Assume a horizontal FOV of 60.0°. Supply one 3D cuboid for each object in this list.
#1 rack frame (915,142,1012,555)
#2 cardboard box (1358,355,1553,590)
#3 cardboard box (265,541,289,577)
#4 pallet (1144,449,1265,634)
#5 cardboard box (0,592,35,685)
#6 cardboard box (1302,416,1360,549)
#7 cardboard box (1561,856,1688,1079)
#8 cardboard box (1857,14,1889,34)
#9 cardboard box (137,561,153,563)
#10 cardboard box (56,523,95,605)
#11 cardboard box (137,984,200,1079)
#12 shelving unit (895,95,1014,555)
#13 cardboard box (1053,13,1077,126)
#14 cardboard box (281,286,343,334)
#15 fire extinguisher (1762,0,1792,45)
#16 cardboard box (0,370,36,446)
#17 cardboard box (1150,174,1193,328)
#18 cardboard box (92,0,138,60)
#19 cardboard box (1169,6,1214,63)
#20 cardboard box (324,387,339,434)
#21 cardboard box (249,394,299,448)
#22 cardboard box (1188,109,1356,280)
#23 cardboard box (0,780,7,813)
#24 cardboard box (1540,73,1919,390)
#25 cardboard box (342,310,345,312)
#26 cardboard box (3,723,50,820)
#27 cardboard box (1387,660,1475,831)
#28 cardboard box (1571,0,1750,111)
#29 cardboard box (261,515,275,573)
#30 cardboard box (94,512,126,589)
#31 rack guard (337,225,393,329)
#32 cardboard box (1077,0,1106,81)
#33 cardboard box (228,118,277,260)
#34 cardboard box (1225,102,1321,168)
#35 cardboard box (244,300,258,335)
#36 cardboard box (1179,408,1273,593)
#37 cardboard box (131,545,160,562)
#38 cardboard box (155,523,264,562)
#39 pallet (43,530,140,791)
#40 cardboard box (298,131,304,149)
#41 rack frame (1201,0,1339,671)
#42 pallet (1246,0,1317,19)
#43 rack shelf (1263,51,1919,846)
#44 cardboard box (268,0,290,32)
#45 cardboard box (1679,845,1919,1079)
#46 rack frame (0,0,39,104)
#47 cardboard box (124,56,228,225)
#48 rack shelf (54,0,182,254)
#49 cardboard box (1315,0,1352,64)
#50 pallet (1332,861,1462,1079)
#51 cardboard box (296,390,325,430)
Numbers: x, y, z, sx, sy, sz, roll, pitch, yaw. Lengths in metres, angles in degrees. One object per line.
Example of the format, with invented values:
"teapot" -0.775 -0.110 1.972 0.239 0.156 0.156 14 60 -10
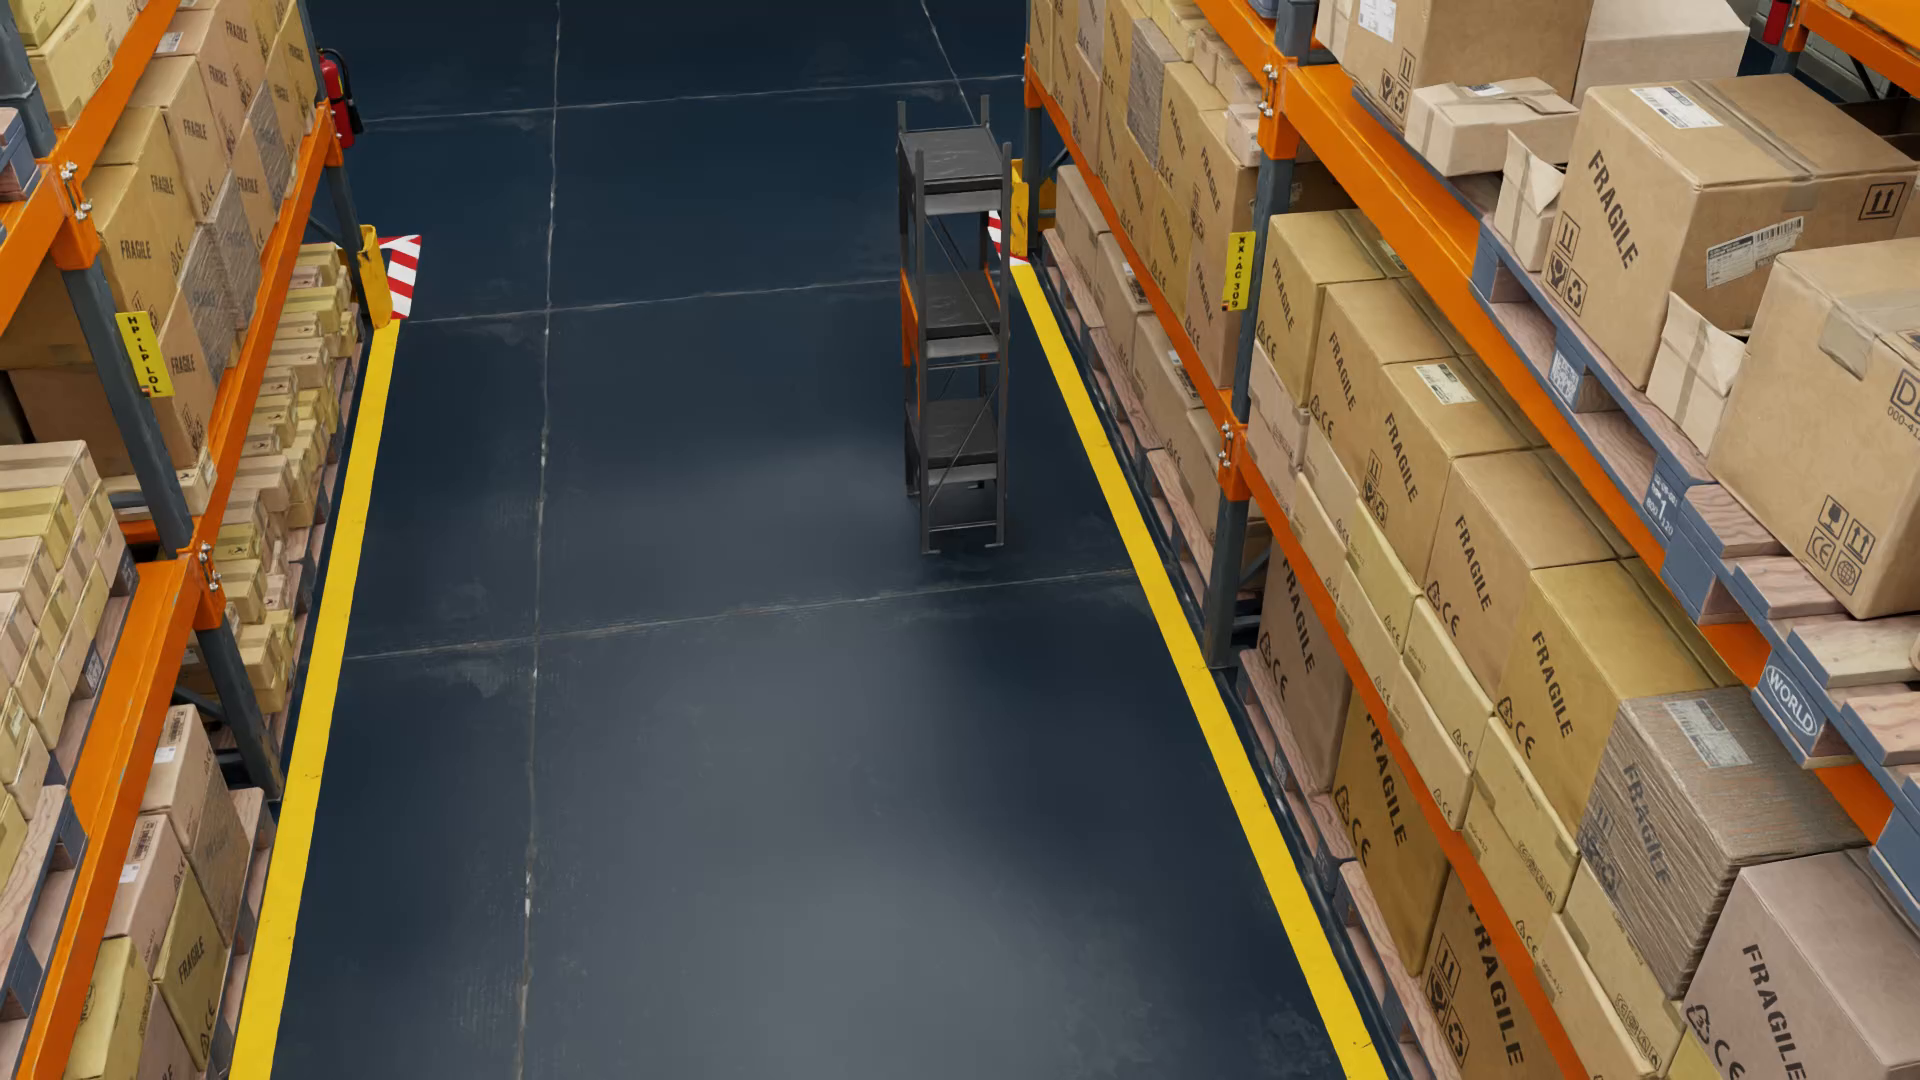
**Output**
"rack frame" 0.014 -0.782 7.445 0.400 2.100 0.015 -6 38 -8
"cardboard box" 1.585 -0.222 5.094 0.500 0.500 0.500 -7 38 -9
"cardboard box" -3.250 0.154 7.488 0.380 0.149 0.250 -7 38 -9
"pallet" 1.532 -0.058 8.053 1.003 0.211 1.213 -6 38 -8
"cardboard box" -2.867 0.298 4.698 0.380 0.149 0.250 -6 38 -8
"cardboard box" 1.507 -0.222 5.706 0.500 0.250 0.500 -6 38 -7
"cardboard box" 1.861 1.011 4.118 0.500 0.250 0.500 -7 38 -9
"cardboard box" 5.651 -3.168 9.988 0.380 0.149 0.250 -5 38 -7
"cardboard box" -3.707 0.104 7.310 0.380 0.149 0.250 -6 38 -8
"cardboard box" -2.956 0.096 5.202 0.380 0.149 0.250 -6 38 -8
"cardboard box" -2.714 1.763 5.131 0.500 0.500 0.500 -7 38 -9
"shelving unit" -0.029 -0.929 7.634 0.431 2.100 0.503 -6 38 -8
"cardboard box" 0.805 -2.524 8.872 0.500 0.500 0.500 -7 38 -9
"cardboard box" -3.468 -1.196 8.741 0.380 0.149 0.250 -7 38 -9
"fire extinguisher" 5.293 -3.505 10.584 0.296 0.674 0.183 -6 38 -8
"cardboard box" -3.630 -0.517 6.047 0.500 0.500 0.500 -6 38 -8
"cardboard box" 1.160 -1.294 7.289 0.500 0.500 0.500 -7 38 -9
"cardboard box" -3.185 -1.833 5.742 0.500 0.250 0.500 -7 38 -9
"cardboard box" 1.106 -2.155 7.054 0.380 0.149 0.250 -7 38 -8
"cardboard box" -3.402 -0.651 8.524 0.380 0.149 0.250 -8 39 -10
"cardboard box" -3.372 -0.550 7.910 0.380 0.149 0.250 -6 38 -8
"cardboard box" 1.234 -1.381 6.587 0.500 0.500 0.500 -7 38 -8
"cardboard box" -2.768 0.732 4.382 0.380 0.149 0.250 -6 38 -8
"cardboard box" 1.695 -0.699 3.736 0.500 0.500 0.500 -6 38 -8
"cardboard box" -3.671 -1.259 9.307 0.380 0.149 0.250 -6 38 -7
"cardboard box" -2.817 0.680 4.692 0.380 0.149 0.250 -8 39 -10
"cardboard box" 1.651 0.588 5.070 0.500 0.250 0.500 -7 38 -9
"cardboard box" 1.950 -1.497 4.918 0.500 0.311 0.500 -6 38 -8
"cardboard box" -3.271 0.041 7.391 0.380 0.149 0.250 -8 39 -10
"cardboard box" -3.003 0.054 5.499 0.380 0.149 0.250 -7 38 -9
"rack guard" -3.955 -1.481 9.649 1.175 0.500 0.348 -6 38 -8
"cardboard box" 0.886 -2.600 8.155 0.500 0.500 0.500 -7 38 -8
"cardboard box" -3.375 -1.508 7.323 0.500 0.500 0.500 -4 38 -6
"cardboard box" 1.221 -1.534 6.254 0.380 0.149 0.250 -7 38 -9
"cardboard box" -3.273 -0.996 7.191 0.380 0.149 0.250 -5 38 -6
"cardboard box" 1.584 -0.237 7.756 0.875 0.438 0.875 -7 38 -9
"cardboard box" -3.689 -0.025 7.234 0.380 0.149 0.250 -5 38 -6
"cardboard box" -3.206 0.076 7.104 0.380 0.149 0.250 -7 38 -9
"pallet" -3.276 0.455 5.276 1.003 0.211 1.213 -6 38 -8
"cardboard box" -3.626 -2.094 8.606 0.380 0.149 0.250 -6 38 -8
"rack frame" 1.589 -0.692 6.596 1.000 3.000 0.127 -6 38 -8
"pallet" 1.455 -2.337 6.340 1.003 0.211 1.213 -6 38 -8
"rack shelf" 1.939 -0.384 4.341 1.077 0.370 4.000 -6 38 -8
"cardboard box" -3.643 -2.817 8.191 0.500 0.500 0.500 -7 38 -9
"cardboard box" 1.942 1.006 3.514 0.500 0.500 0.500 -7 38 -9
"rack frame" -3.267 -2.467 3.991 1.000 3.000 0.127 -6 38 -8
"cardboard box" -3.270 -1.568 6.584 0.500 0.500 0.500 -6 38 -7
"rack shelf" -3.618 -2.207 6.687 1.077 0.370 4.000 -6 38 -8
"cardboard box" 1.332 -1.649 5.150 0.396 0.266 0.258 -7 38 -8
"pallet" 2.015 1.606 5.911 1.003 0.211 1.213 -6 38 -8
"cardboard box" -3.372 -0.602 8.219 0.380 0.149 0.250 -4 38 -6
